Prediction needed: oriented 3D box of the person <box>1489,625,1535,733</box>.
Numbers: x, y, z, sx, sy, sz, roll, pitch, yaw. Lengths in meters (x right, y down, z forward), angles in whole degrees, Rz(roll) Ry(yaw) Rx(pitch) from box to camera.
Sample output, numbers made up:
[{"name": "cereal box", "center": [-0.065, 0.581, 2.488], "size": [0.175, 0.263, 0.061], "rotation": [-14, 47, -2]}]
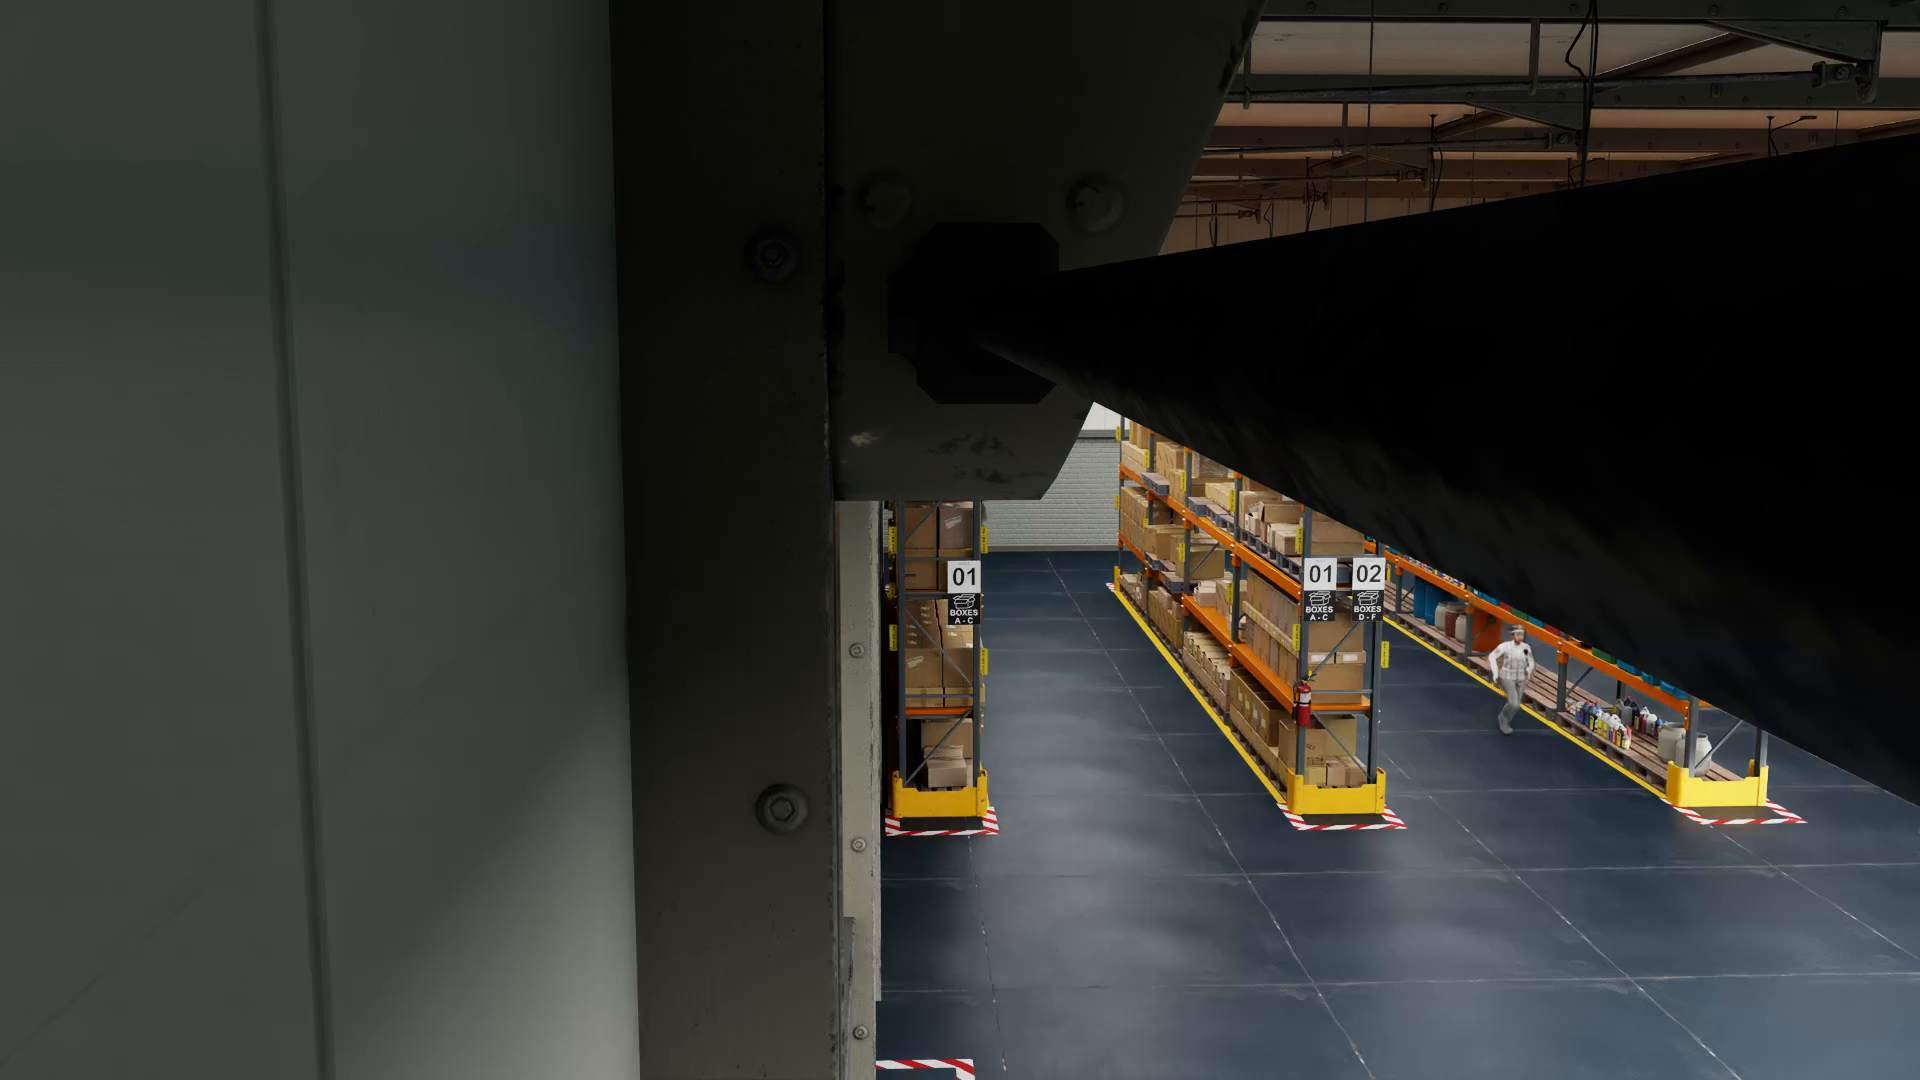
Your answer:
[{"name": "person", "center": [8.053, 2.030, 24.175], "size": [0.583, 1.647, 0.700], "rotation": [-1, 8, -9]}]
